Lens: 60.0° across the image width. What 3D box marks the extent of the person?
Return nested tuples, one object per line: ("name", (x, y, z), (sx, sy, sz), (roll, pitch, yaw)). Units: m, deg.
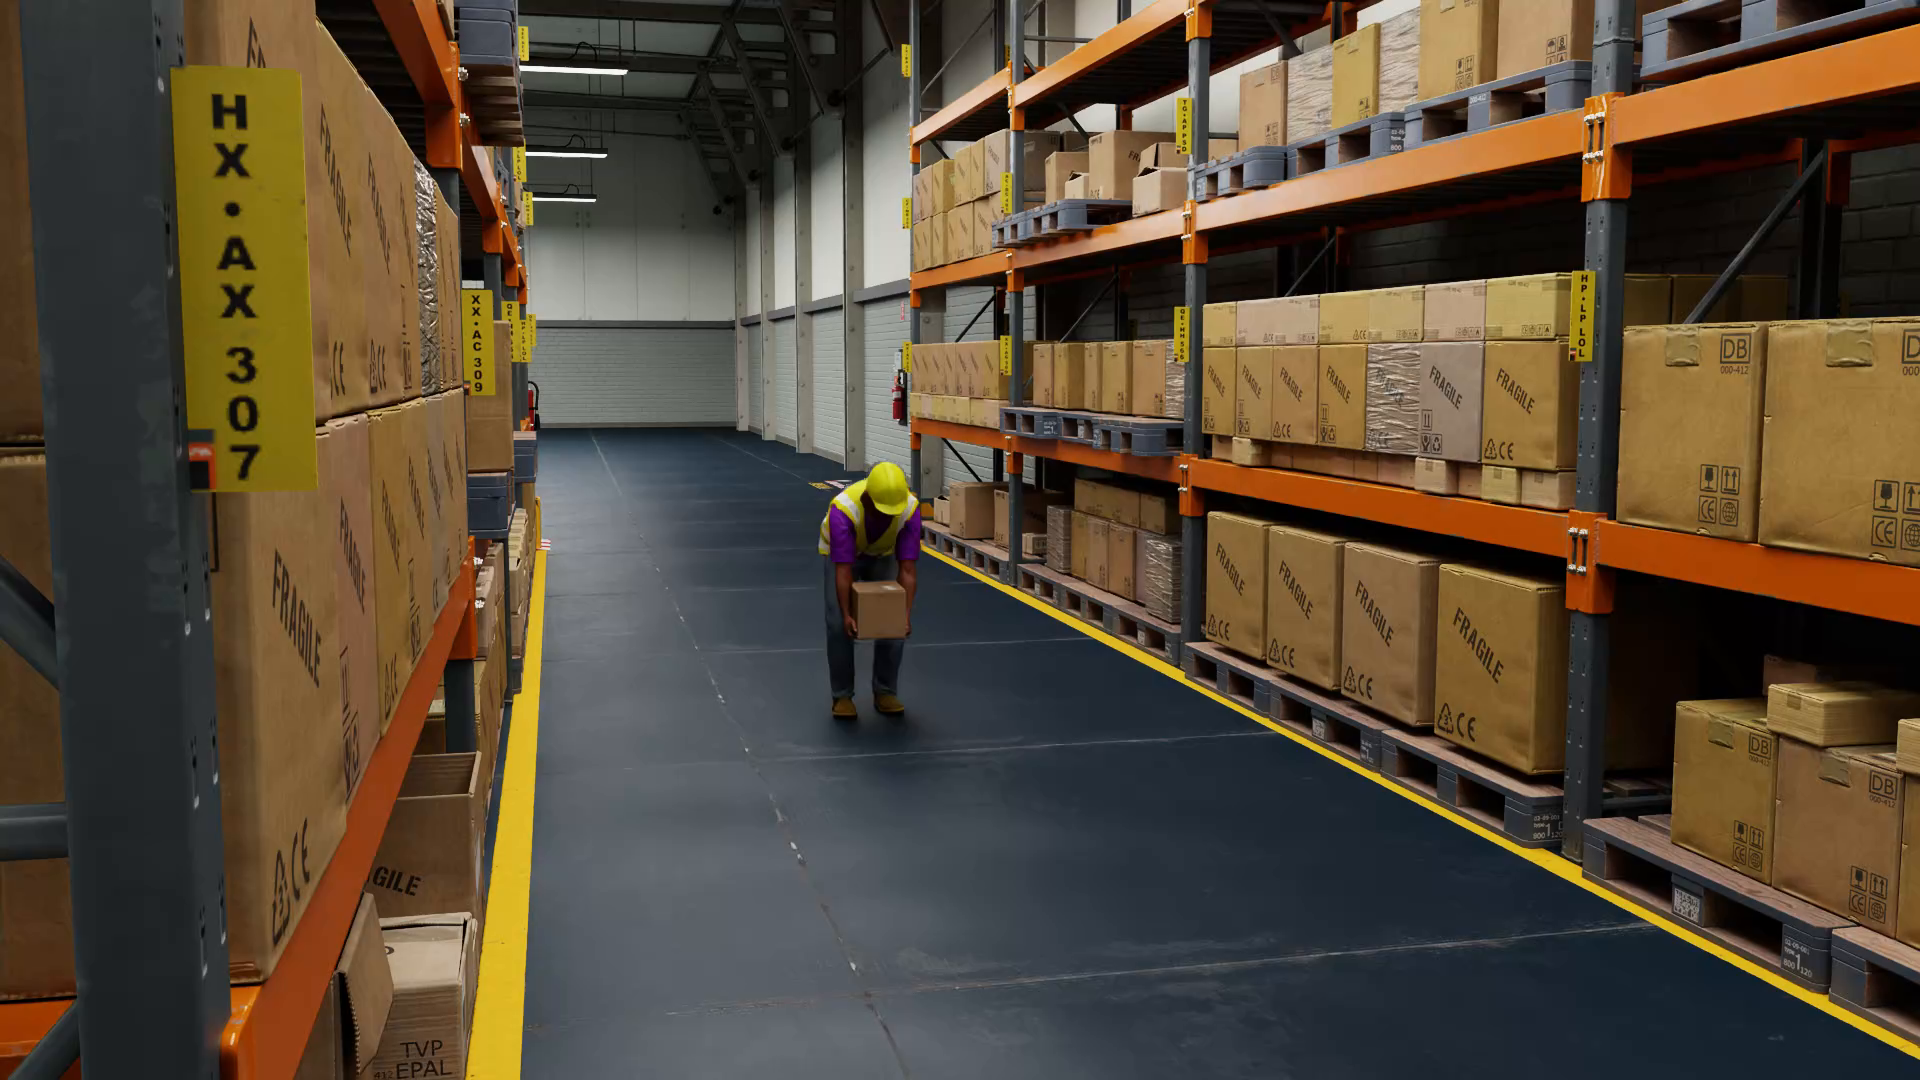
("person", (-0.457, 0.260, 8.731), (0.490, 1.376, 0.898), (-2, 6, -16))
